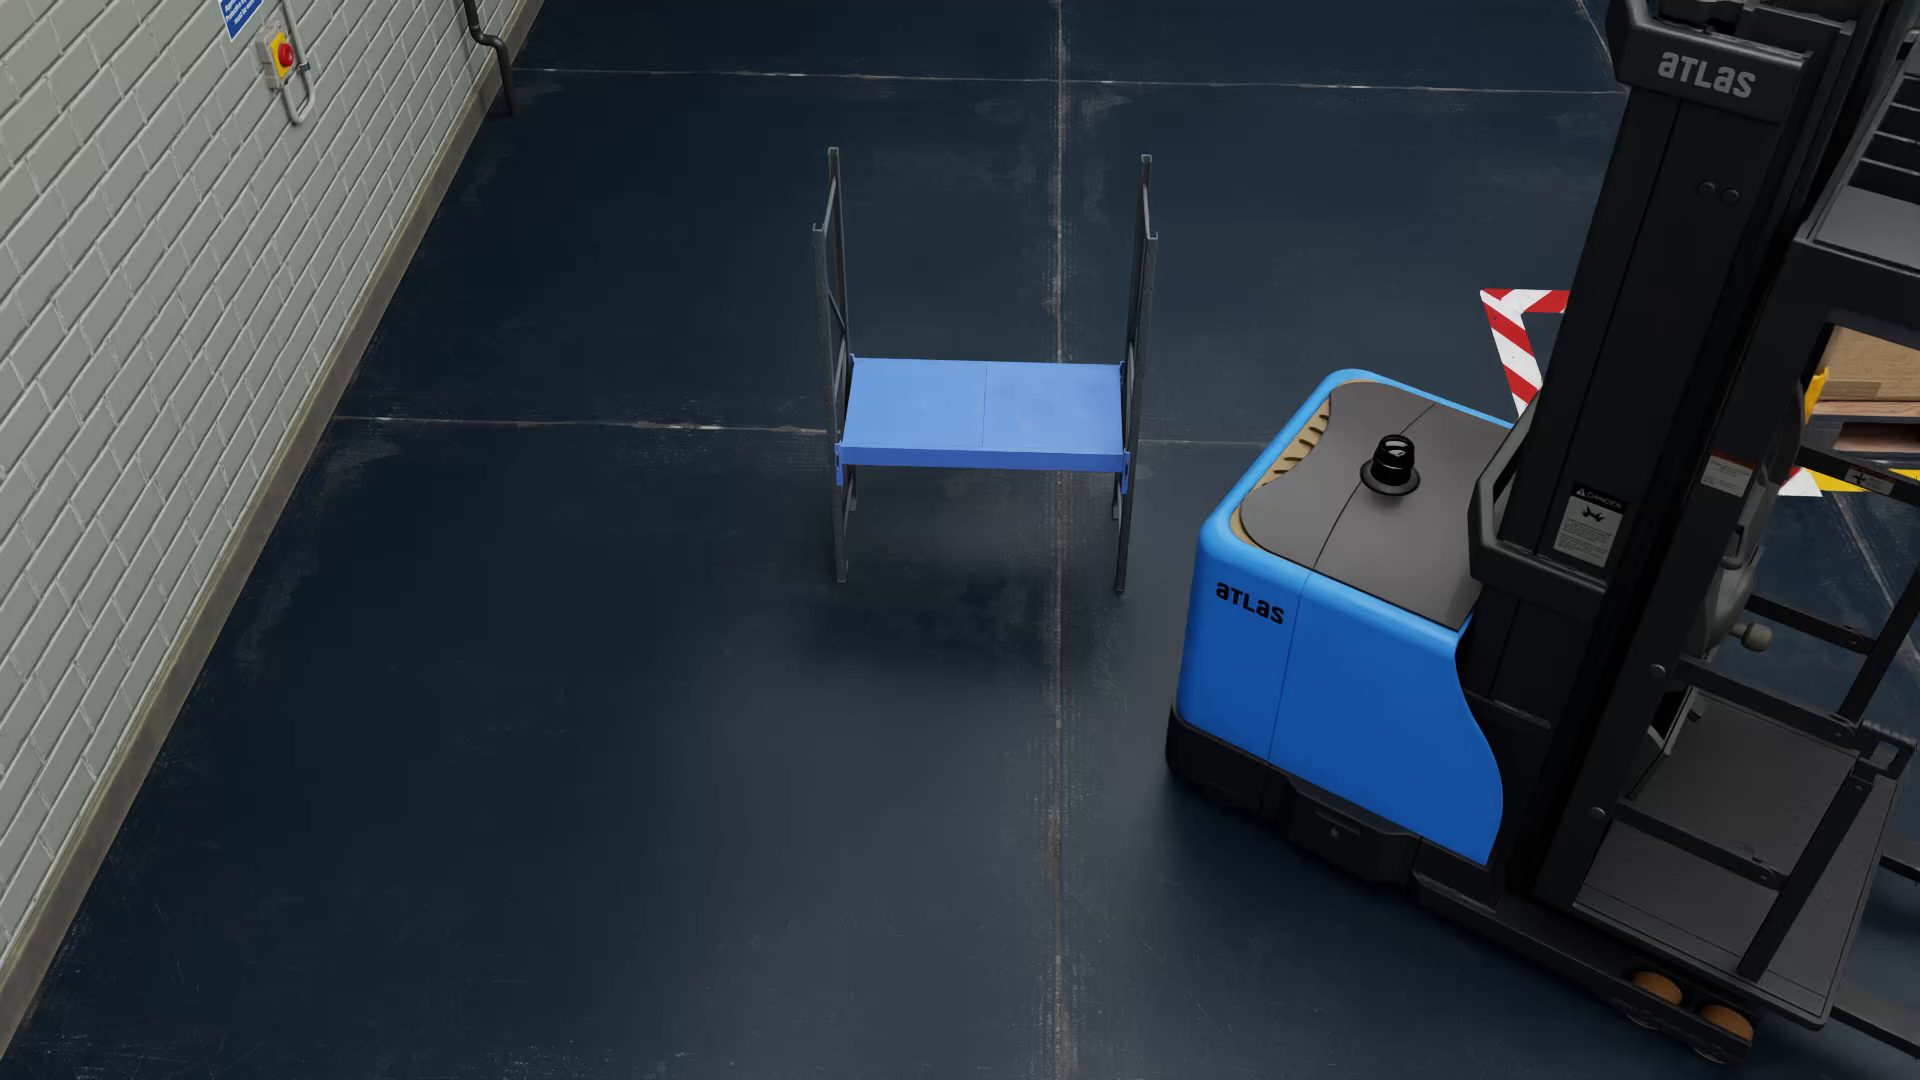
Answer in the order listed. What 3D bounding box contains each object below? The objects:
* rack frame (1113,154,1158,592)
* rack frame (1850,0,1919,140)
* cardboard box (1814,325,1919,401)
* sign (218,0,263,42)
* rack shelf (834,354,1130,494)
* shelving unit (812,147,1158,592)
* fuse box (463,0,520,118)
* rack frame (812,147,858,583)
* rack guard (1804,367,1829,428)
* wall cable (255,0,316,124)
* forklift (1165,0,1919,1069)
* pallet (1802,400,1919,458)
[{"bbox_3d":[0.593,-0.531,5.719,0.032,1.500,0.500,2,43,2],"label":"rack frame"},{"bbox_3d":[3.117,-1.732,5.908,0.127,3.000,1.000,2,43,2],"label":"rack frame"},{"bbox_3d":[3.780,-0.996,6.690,0.875,0.438,0.875,0,43,0],"label":"cardboard box"},{"bbox_3d":[-2.581,-1.957,5.951,0.001,0.218,0.327,2,43,2],"label":"sign"},{"bbox_3d":[0.085,-0.415,5.859,1.000,0.185,0.538,2,43,2],"label":"rack shelf"},{"bbox_3d":[0.085,-0.546,5.736,1.048,1.500,0.538,2,43,2],"label":"shelving unit"},{"bbox_3d":[-2.277,-2.843,8.047,0.414,1.711,0.539,2,43,2],"label":"fuse box"},{"bbox_3d":[-0.423,-0.562,5.753,0.032,1.500,0.500,2,43,2],"label":"rack frame"},{"bbox_3d":[3.093,-0.818,6.761,0.348,0.500,1.175,2,43,2],"label":"rack guard"},{"bbox_3d":[-2.517,-2.272,5.720,0.123,1.953,0.585,2,43,2],"label":"wall cable"},{"bbox_3d":[2.173,-0.022,4.123,3.031,2.935,1.130,25,48,24],"label":"forklift"},{"bbox_3d":[3.919,-0.740,6.889,1.213,0.211,1.003,2,43,2],"label":"pallet"}]
